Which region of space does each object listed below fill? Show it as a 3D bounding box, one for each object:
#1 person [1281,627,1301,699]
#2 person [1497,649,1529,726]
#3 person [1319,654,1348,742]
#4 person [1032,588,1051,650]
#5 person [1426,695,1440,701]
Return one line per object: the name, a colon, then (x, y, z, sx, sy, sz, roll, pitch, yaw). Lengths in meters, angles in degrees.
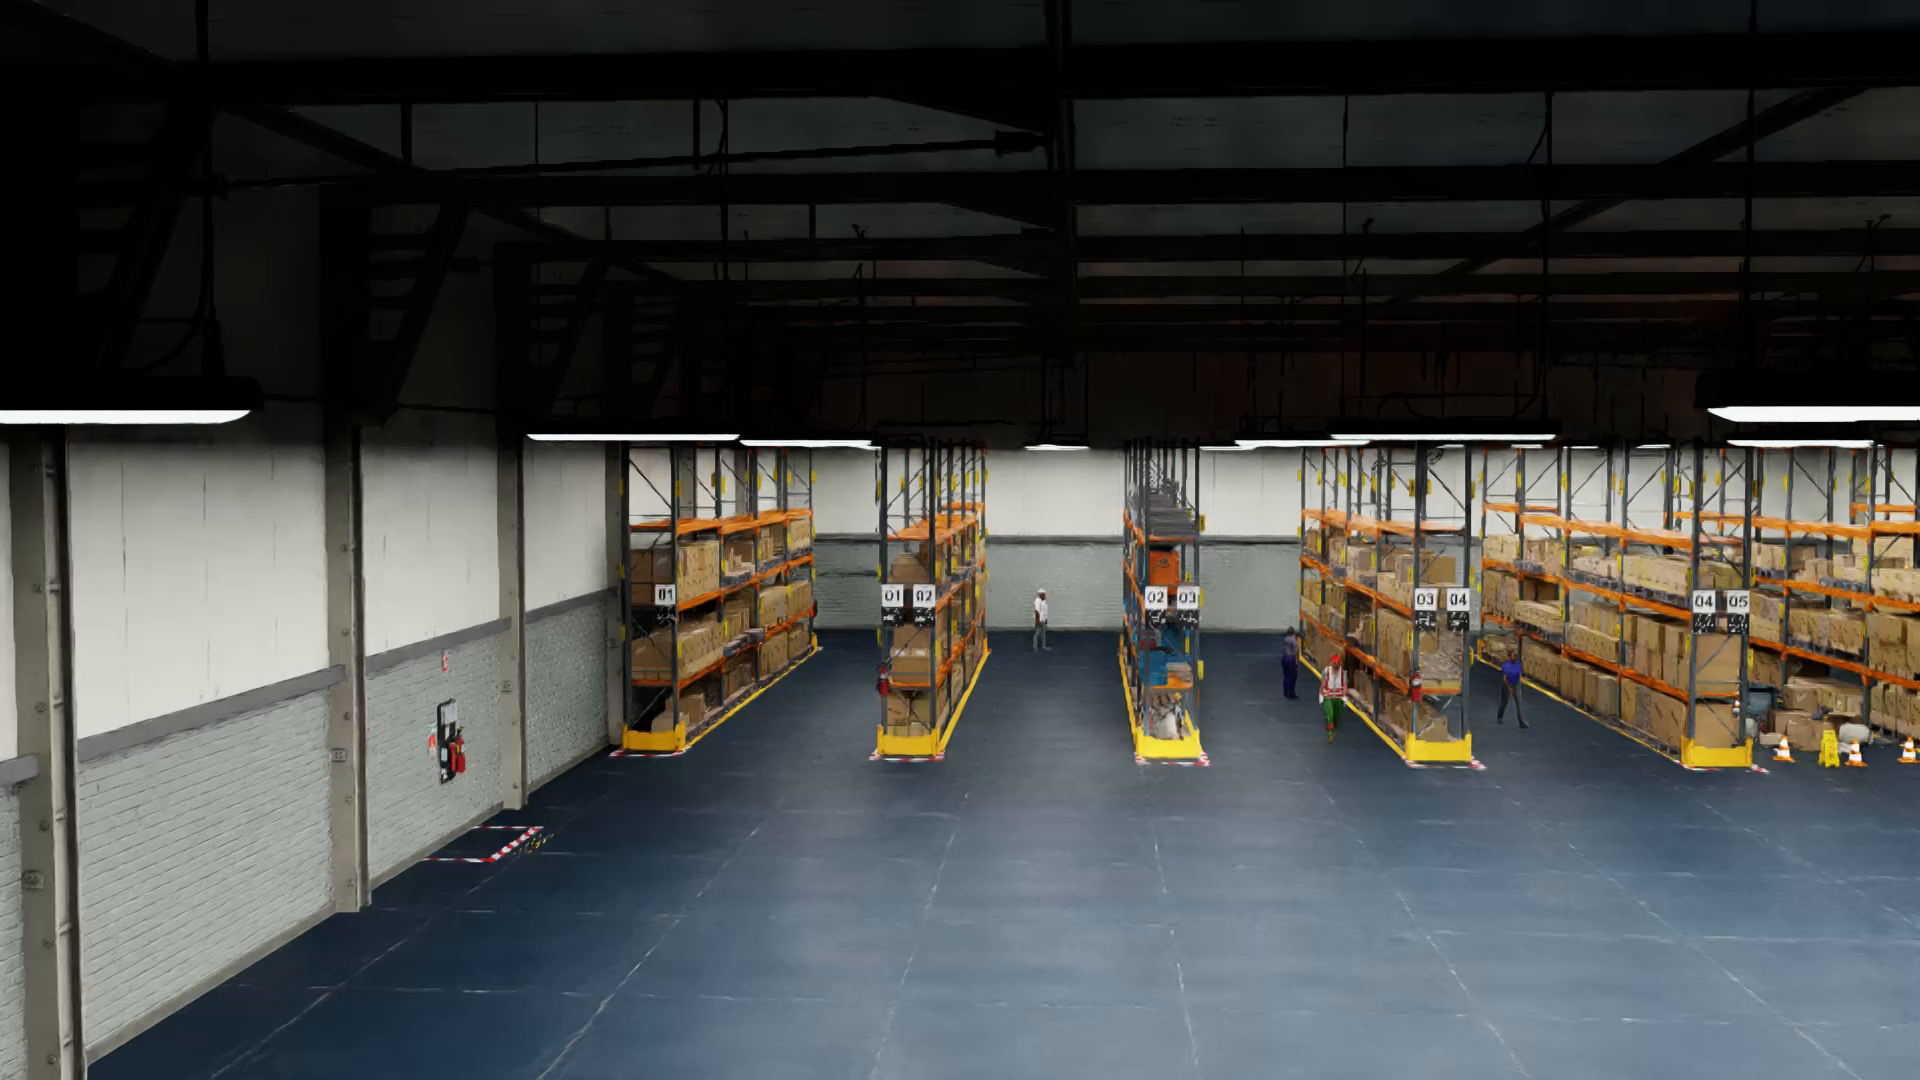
person: (7.680, 2.837, 38.474, 0.429, 1.642, 0.530, -2, 3, -27)
person: (11.497, 3.058, 34.660, 0.443, 1.587, 0.983, 0, 3, -4)
person: (7.398, 3.095, 32.848, 0.550, 1.709, 1.123, 0, 3, 2)
person: (2.334, 2.276, 47.762, 0.432, 1.762, 0.645, 2, 3, 27)
person: (10.871, 2.833, 38.164, 0.337, 1.683, 0.548, -1, 3, -11)
